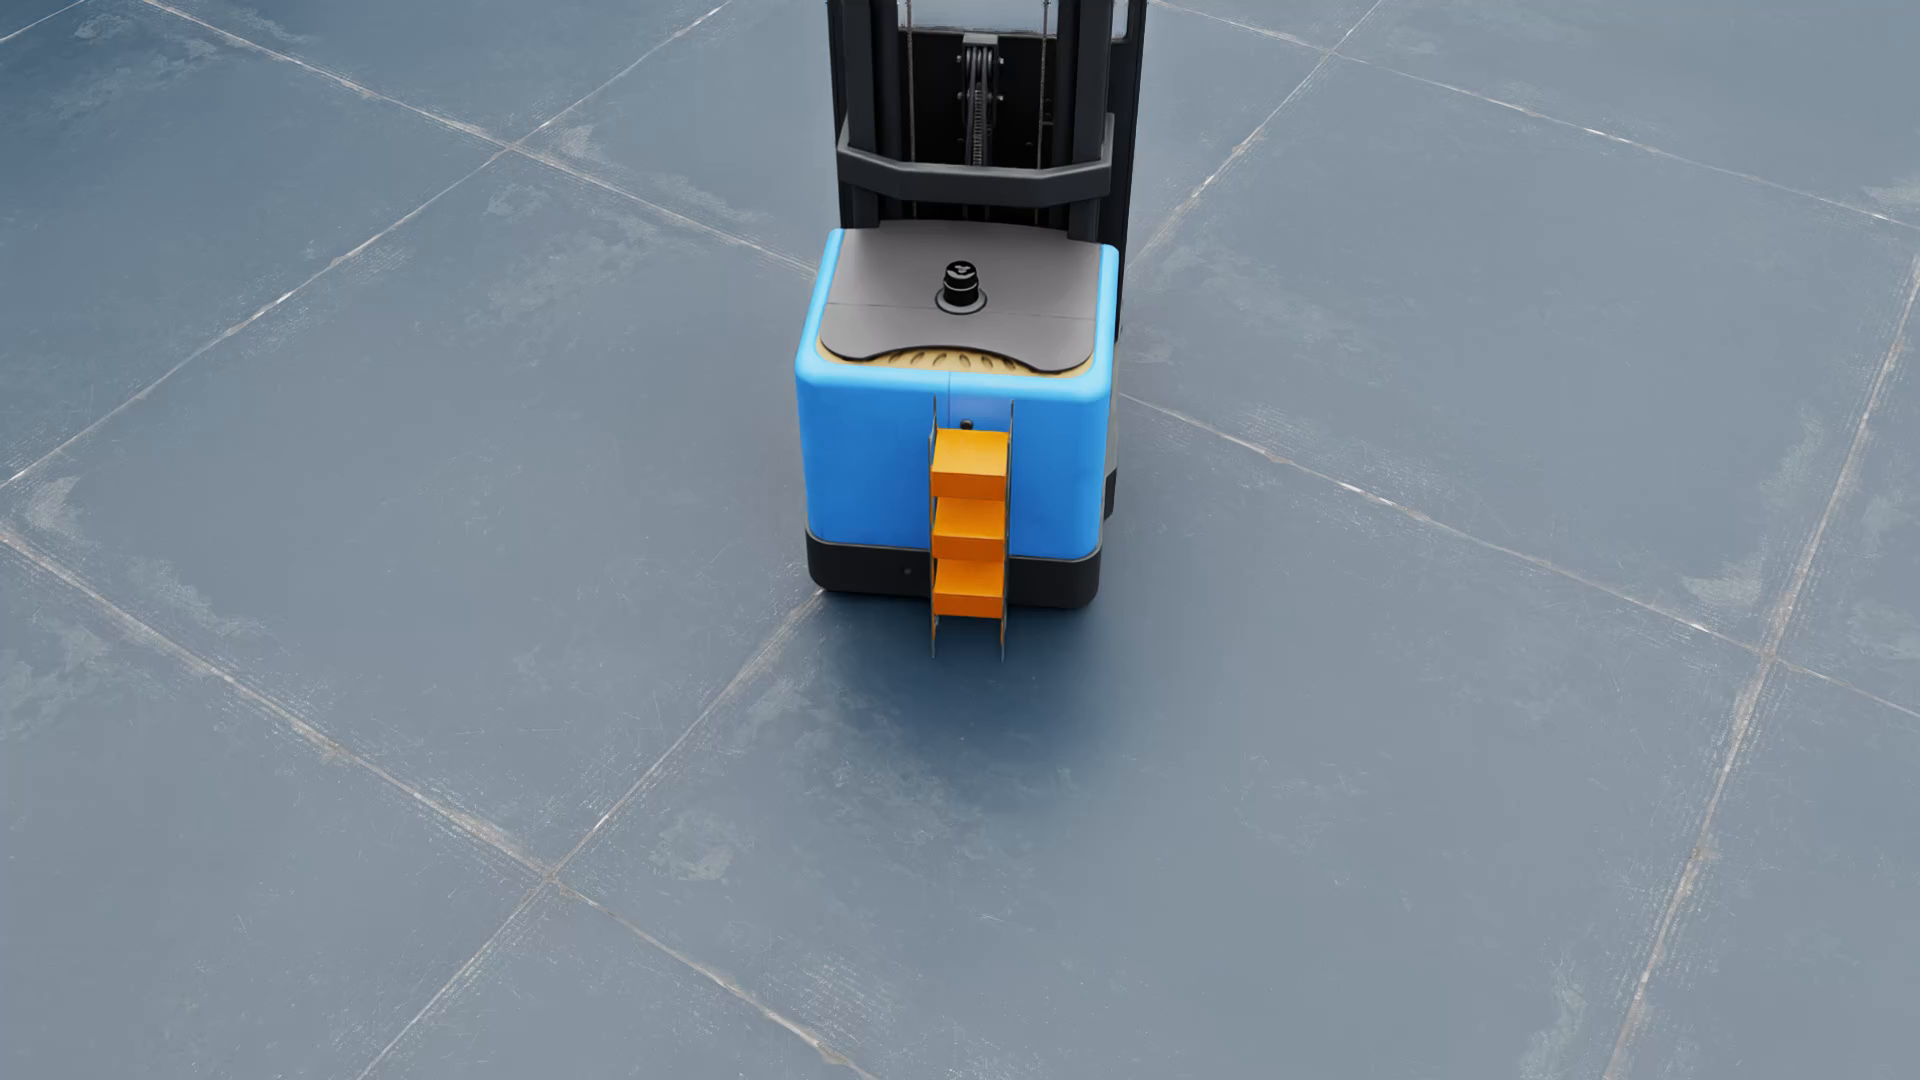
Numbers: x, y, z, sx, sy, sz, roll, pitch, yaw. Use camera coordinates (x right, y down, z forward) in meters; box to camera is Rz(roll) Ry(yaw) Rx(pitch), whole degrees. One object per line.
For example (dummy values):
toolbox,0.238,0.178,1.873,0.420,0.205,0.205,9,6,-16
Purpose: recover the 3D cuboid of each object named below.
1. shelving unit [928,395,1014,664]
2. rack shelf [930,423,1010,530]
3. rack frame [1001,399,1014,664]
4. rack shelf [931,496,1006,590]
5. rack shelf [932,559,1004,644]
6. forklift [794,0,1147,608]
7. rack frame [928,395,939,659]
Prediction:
shelving unit,0.035,-0.012,5.529,0.252,1.050,0.215,4,46,3
rack shelf,0.035,-0.202,5.333,0.240,0.259,0.215,4,46,3
rack frame,0.156,-0.004,5.522,0.008,1.050,0.200,4,46,3
rack shelf,0.035,-0.004,5.537,0.240,0.259,0.215,4,46,3
rack shelf,0.035,0.189,5.736,0.240,0.259,0.215,4,46,3
forklift,0.116,-1.840,5.994,1.130,2.935,3.031,4,46,4
rack frame,-0.087,-0.019,5.537,0.008,1.050,0.200,4,46,3
